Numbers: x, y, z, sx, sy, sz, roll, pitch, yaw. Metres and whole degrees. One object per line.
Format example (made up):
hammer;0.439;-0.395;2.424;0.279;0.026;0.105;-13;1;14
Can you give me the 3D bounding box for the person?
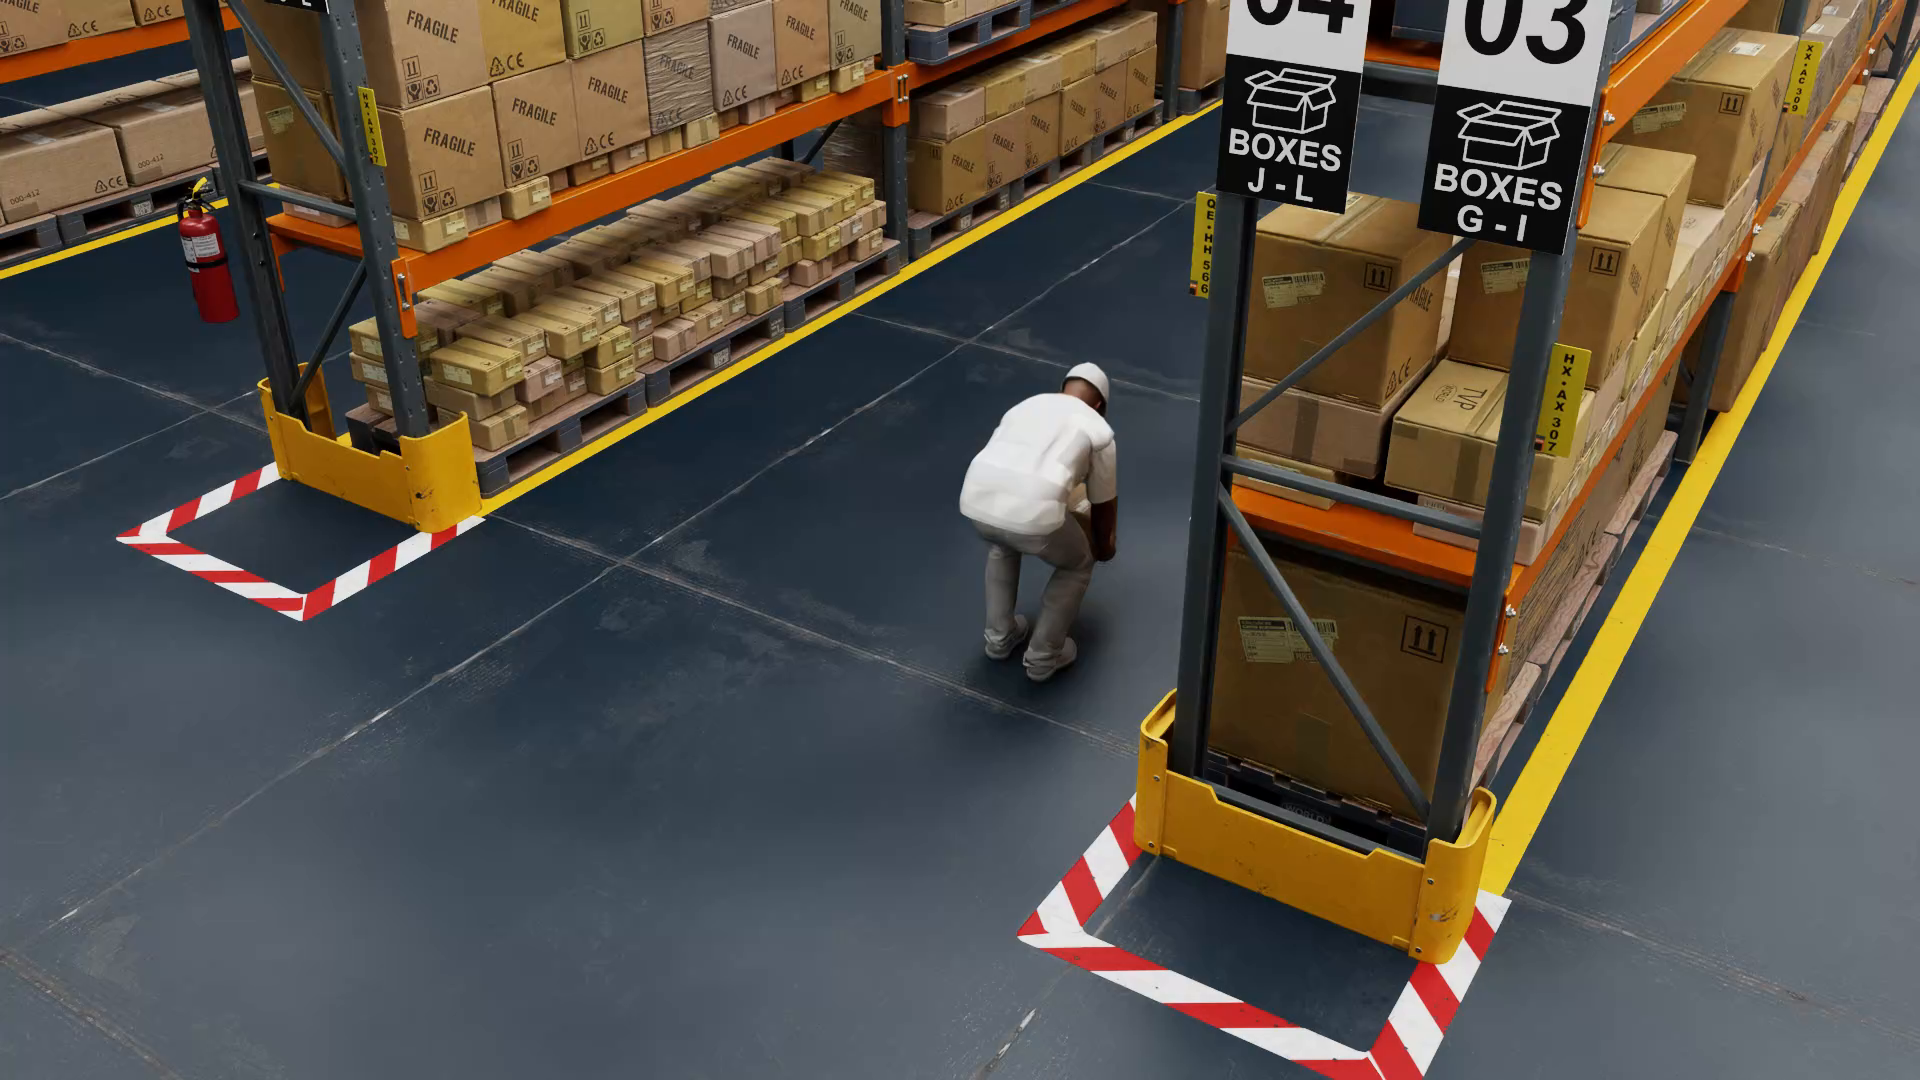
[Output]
person;0.351;-0.077;6.875;0.513;1.121;0.962;16;34;25
